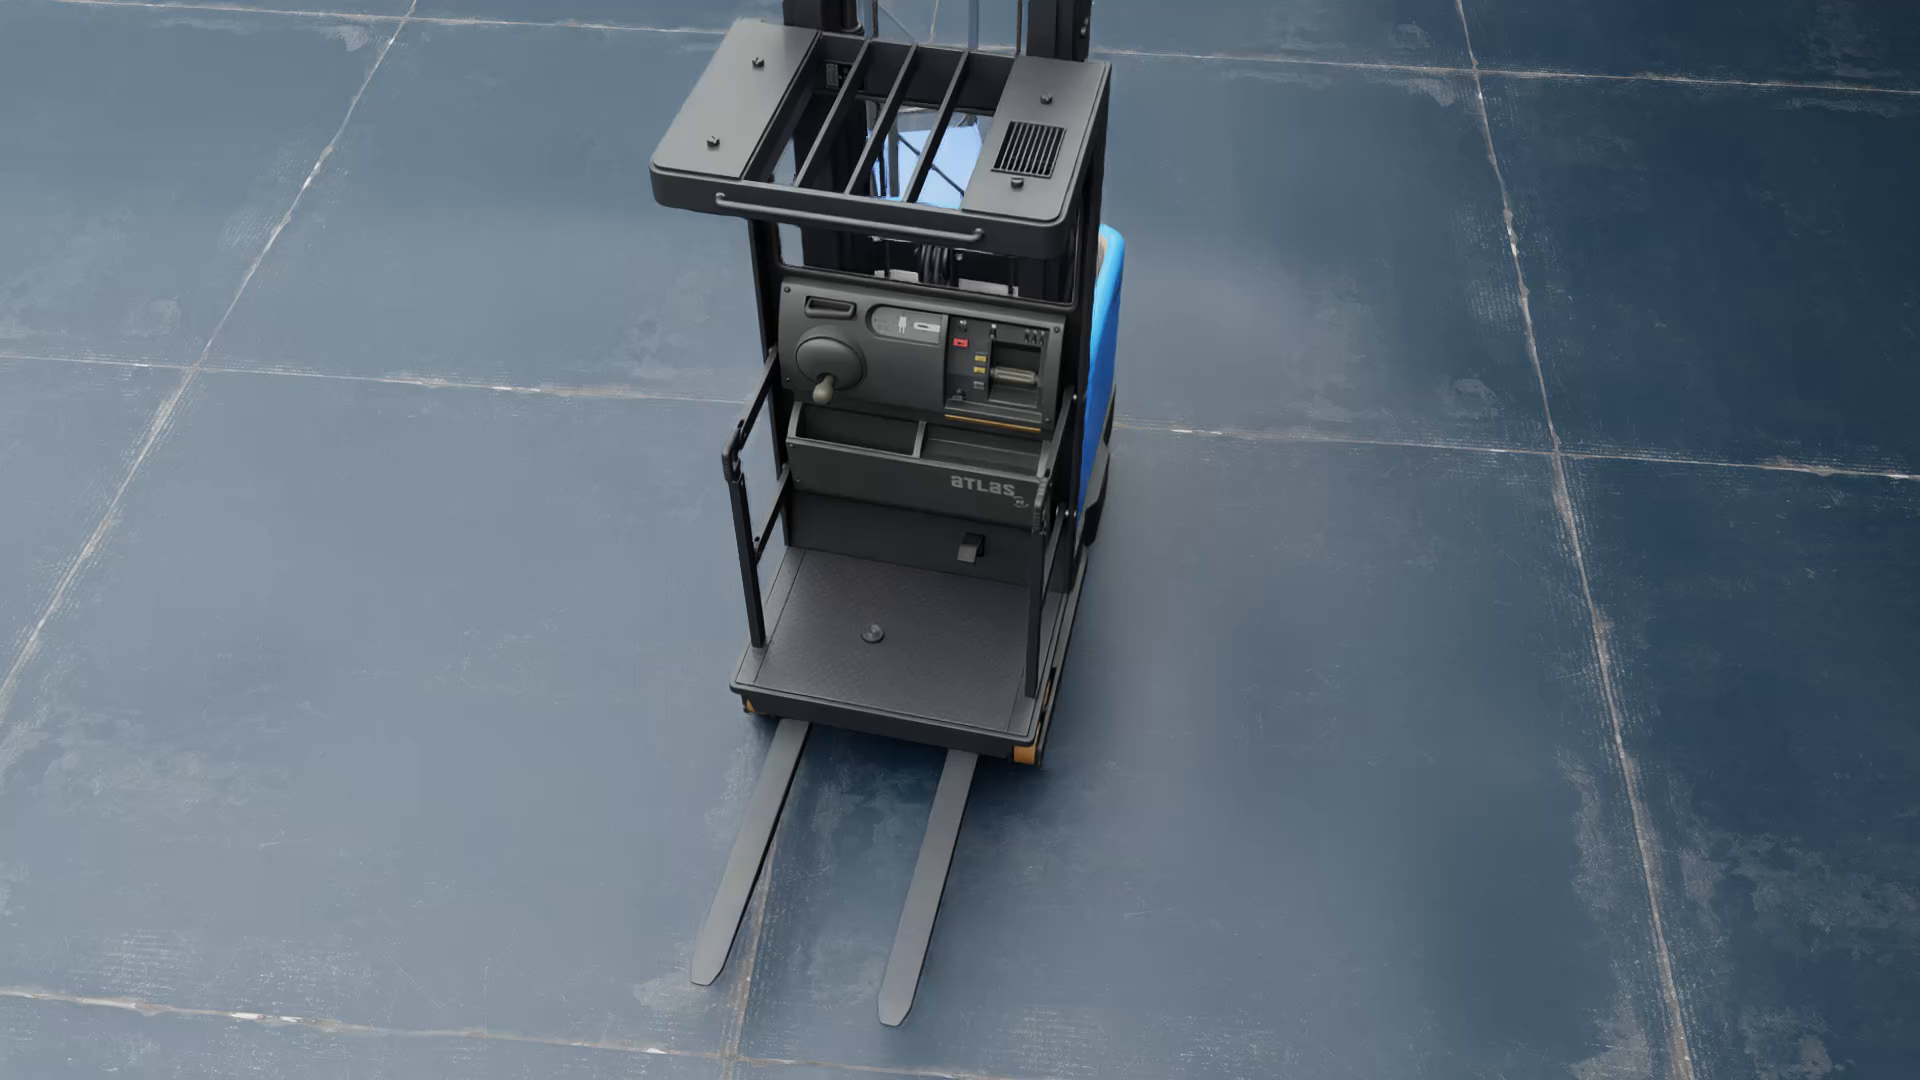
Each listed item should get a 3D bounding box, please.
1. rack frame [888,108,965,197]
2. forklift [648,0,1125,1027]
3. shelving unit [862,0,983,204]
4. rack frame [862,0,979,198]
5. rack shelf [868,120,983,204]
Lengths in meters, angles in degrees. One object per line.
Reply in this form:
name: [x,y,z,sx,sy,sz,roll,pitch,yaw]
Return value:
rack frame: [-0.031,-1.220,6.850,0.500,1.500,0.032,-6,48,-5]
forklift: [-0.177,-0.493,5.214,1.130,2.935,3.031,10,48,9]
shelving unit: [-0.100,-1.592,7.190,0.538,1.500,1.048,-6,48,-5]
rack frame: [-0.170,-1.963,7.529,0.500,1.500,0.032,-6,48,-5]
rack shelf: [-0.100,-1.470,7.322,0.538,0.185,1.000,-6,48,-5]
